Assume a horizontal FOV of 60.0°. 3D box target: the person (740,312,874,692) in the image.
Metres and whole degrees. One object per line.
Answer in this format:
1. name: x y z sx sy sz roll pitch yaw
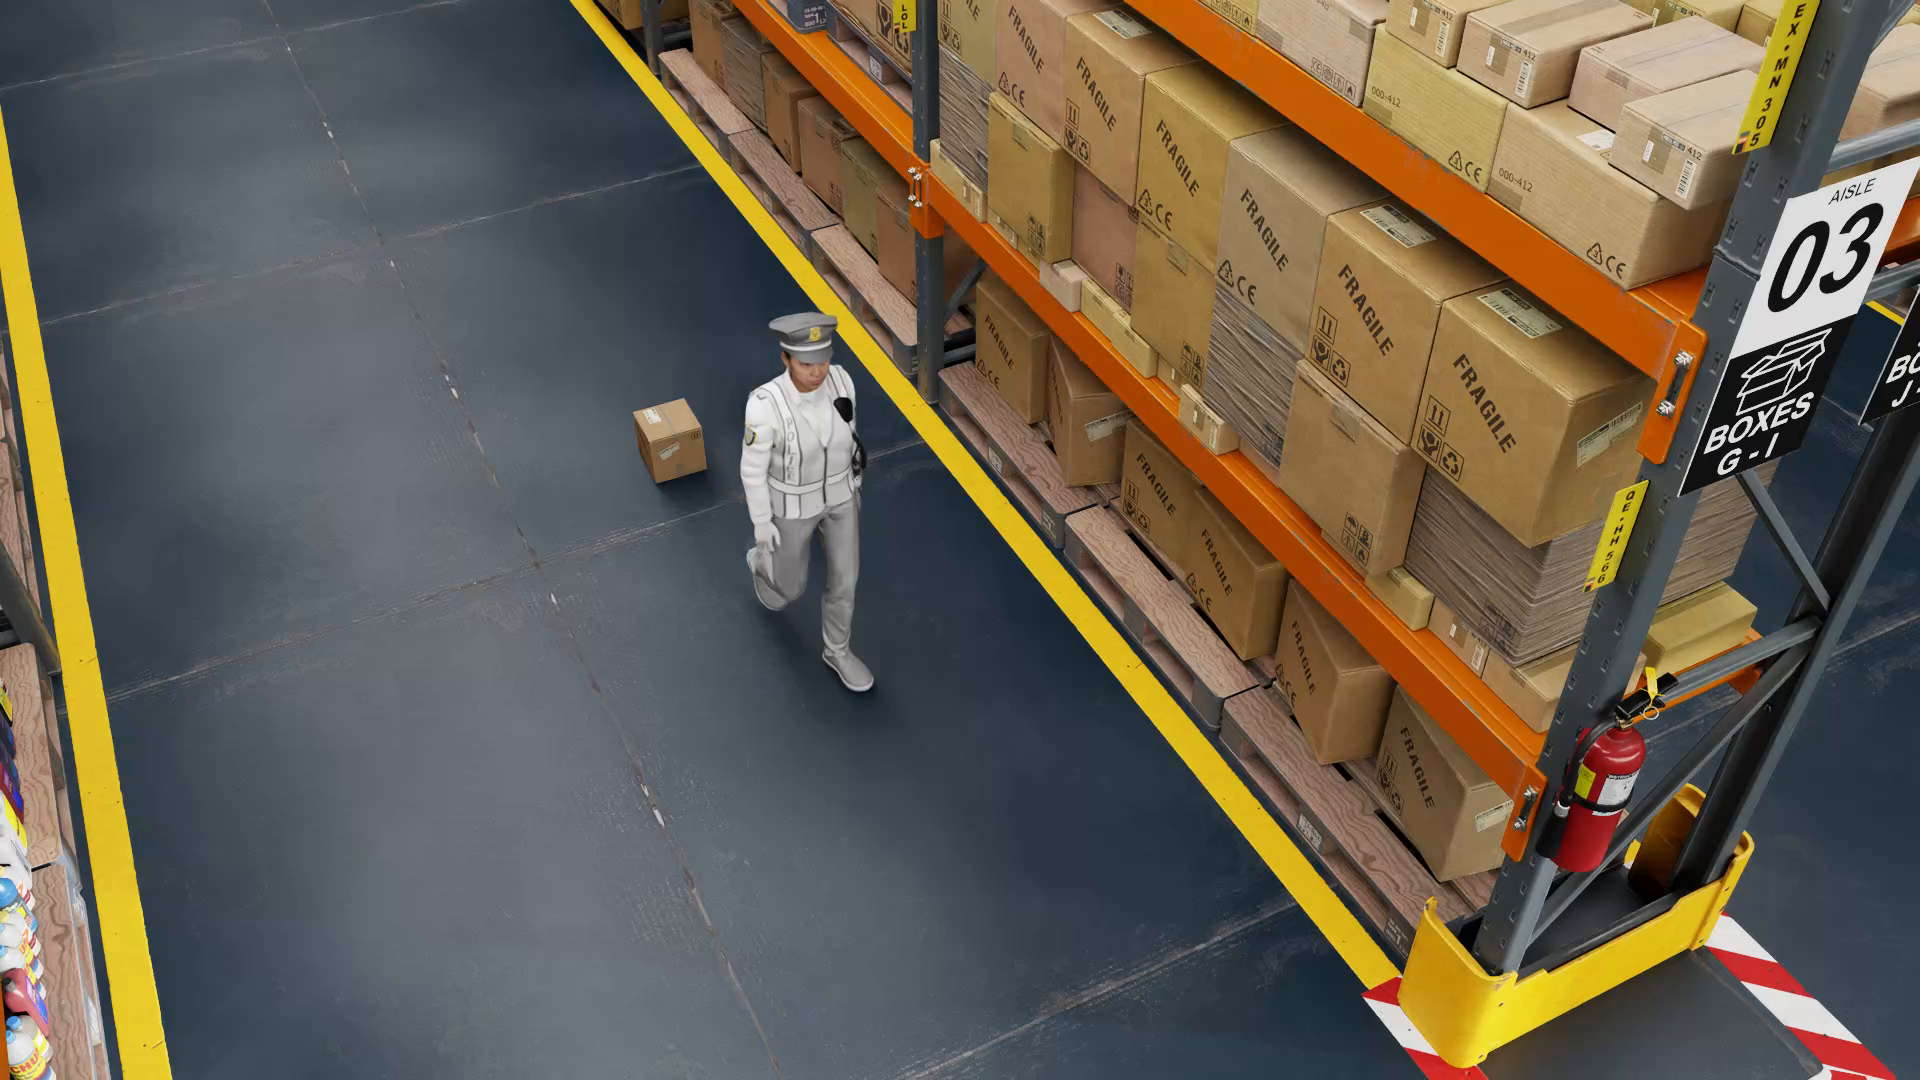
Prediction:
1. person: -0.614 -0.193 6.335 0.495 1.662 0.732 -23 46 -23
